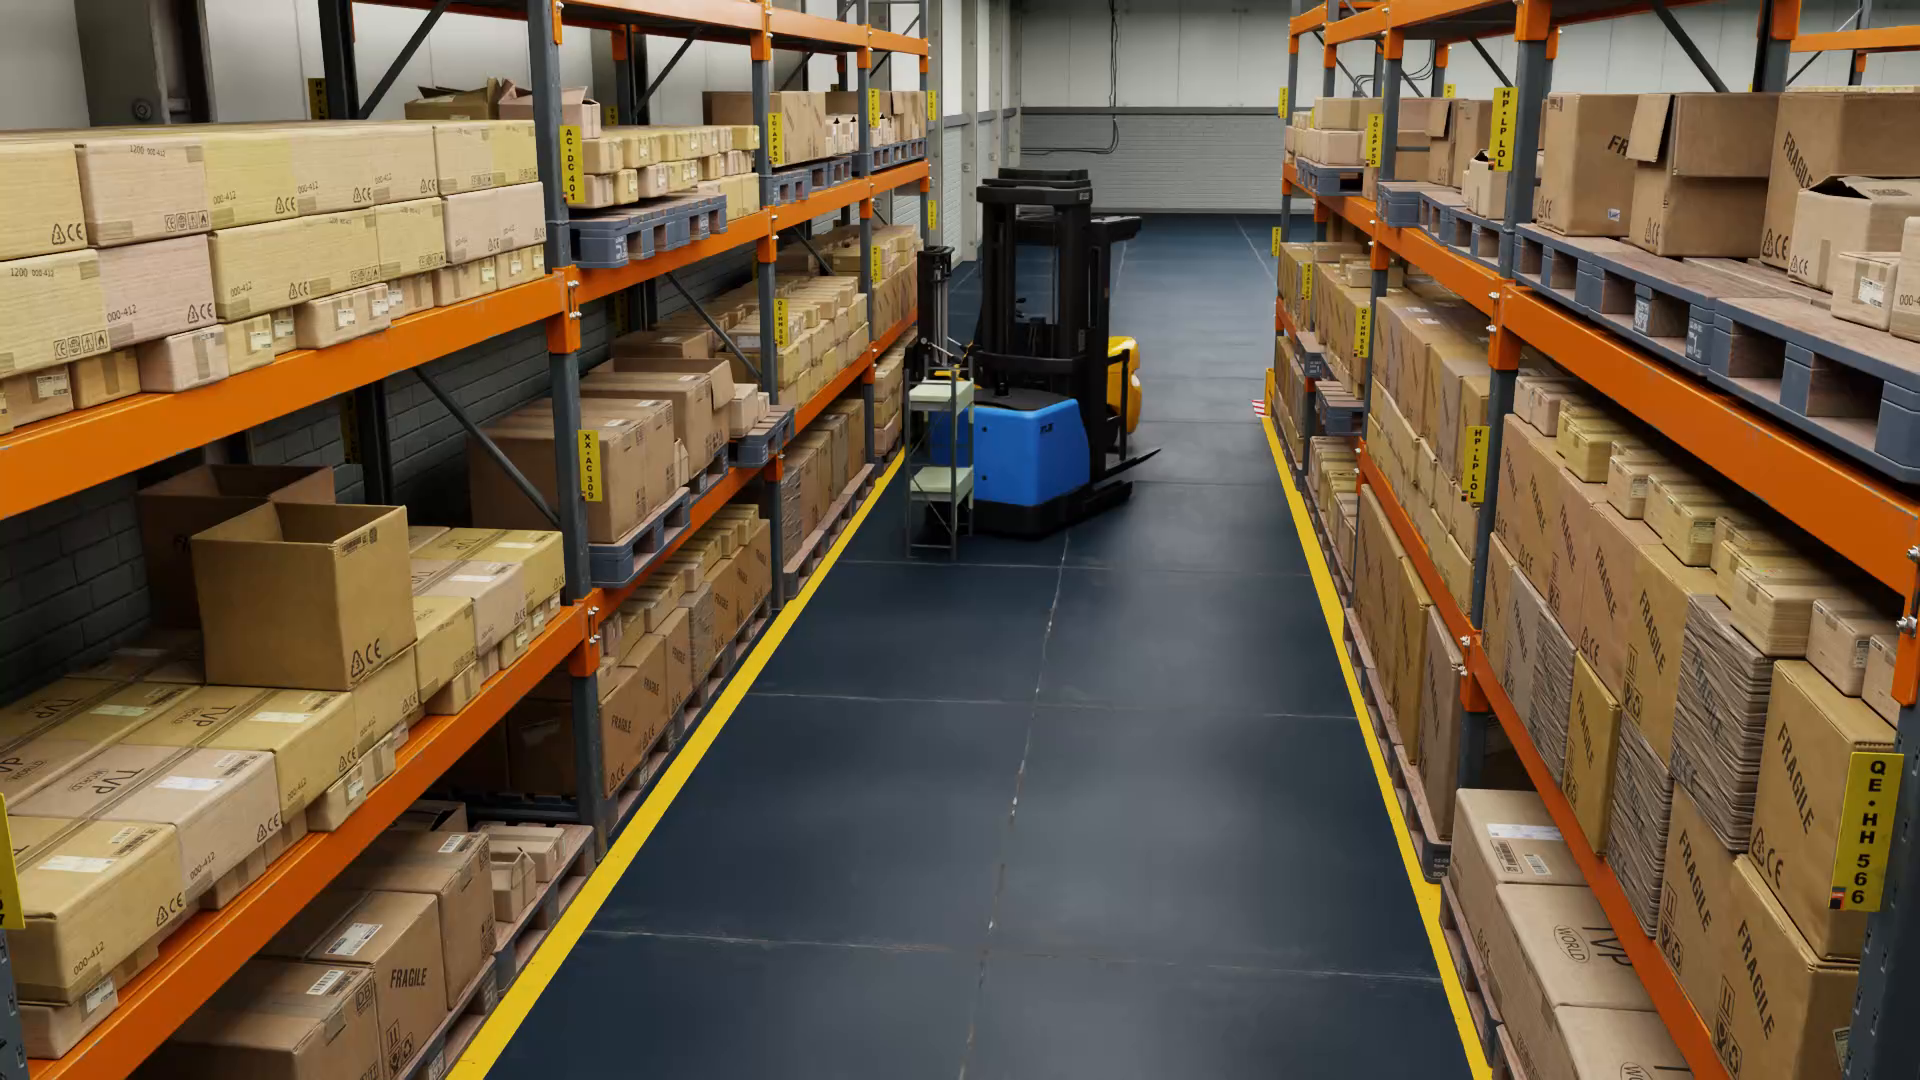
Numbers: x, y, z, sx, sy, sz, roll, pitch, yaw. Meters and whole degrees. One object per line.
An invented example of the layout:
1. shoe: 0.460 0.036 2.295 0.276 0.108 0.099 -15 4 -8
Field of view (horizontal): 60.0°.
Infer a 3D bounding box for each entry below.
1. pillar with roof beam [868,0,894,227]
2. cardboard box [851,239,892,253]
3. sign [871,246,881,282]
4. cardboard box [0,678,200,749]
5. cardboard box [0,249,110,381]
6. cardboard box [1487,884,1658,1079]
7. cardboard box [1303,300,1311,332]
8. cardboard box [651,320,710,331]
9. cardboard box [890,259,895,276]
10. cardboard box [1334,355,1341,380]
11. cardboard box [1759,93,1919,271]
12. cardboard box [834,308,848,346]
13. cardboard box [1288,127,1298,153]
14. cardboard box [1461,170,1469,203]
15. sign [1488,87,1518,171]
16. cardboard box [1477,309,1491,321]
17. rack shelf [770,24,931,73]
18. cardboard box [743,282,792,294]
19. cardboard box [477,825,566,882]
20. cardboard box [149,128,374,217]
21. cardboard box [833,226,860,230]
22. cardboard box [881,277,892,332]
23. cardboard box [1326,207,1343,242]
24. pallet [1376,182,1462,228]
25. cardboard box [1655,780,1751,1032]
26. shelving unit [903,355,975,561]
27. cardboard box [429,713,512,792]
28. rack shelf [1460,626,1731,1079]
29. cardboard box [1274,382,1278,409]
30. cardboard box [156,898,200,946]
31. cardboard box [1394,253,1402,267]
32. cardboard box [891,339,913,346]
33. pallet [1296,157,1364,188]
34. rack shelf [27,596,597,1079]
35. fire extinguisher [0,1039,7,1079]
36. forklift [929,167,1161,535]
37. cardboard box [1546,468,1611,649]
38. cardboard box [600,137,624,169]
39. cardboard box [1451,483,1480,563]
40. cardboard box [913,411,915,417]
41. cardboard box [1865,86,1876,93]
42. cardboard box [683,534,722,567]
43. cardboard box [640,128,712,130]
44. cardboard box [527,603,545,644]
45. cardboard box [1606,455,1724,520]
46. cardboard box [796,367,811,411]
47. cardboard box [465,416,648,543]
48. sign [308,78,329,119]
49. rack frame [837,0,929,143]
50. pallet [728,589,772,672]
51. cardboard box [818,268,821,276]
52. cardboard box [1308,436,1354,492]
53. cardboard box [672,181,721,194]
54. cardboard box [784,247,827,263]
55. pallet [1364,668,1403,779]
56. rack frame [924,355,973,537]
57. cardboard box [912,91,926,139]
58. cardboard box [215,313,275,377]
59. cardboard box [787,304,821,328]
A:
1. pillar with roof beam: 3.124 -7.214 23.101 9.100 9.000 0.400 2 15 6
2. cardboard box: -0.900 -2.986 16.954 0.380 0.149 0.250 2 15 6
3. sign: -0.768 -2.512 15.141 0.100 0.325 0.005 2 15 6
4. cardboard box: -2.754 0.647 5.241 0.500 0.250 0.500 2 15 8
5. cardboard box: -2.340 -0.519 3.806 0.500 0.250 0.500 2 15 6
6. cardboard box: 2.444 1.641 5.951 0.875 0.438 0.875 1 15 5
7. cardboard box: 3.428 -2.174 15.196 0.500 0.500 0.500 1 15 5
8. cardboard box: -2.005 -1.491 11.994 0.380 0.149 0.250 2 15 8
9. cardboard box: -0.849 -2.707 16.492 0.380 0.149 0.250 2 15 6
10. cardboard box: 2.972 -1.271 12.293 0.380 0.149 0.250 2 15 7
11. cardboard box: 2.647 -1.013 4.729 0.500 0.500 0.500 2 15 7
12. cardboard box: -1.224 -1.773 13.803 0.500 0.250 0.500 2 15 7
13. cardboard box: 3.688 -4.164 17.285 0.500 0.250 0.500 1 15 5
14. cardboard box: 2.786 -1.818 8.535 0.380 0.166 0.250 3 15 11
15. sign: 2.182 -1.648 6.671 0.100 0.325 0.005 2 15 6
16. cardboard box: 3.325 -1.078 9.797 0.500 0.500 0.500 2 15 7
17. rack shelf: -1.082 -4.880 16.613 1.077 0.370 4.000 2 15 6
18. cardboard box: -1.672 -2.149 14.429 0.380 0.149 0.250 2 15 6
19. cardboard box: -1.982 1.396 7.409 0.380 0.149 0.250 1 15 5
20. cardboard box: -2.196 -1.156 5.203 0.500 0.250 0.500 2 15 8
21. cardboard box: -1.199 -3.400 18.484 0.380 0.149 0.250 2 15 8
22. cardboard box: -0.956 -2.296 16.217 0.500 0.500 0.500 2 15 7
23. cardboard box: 4.021 -3.041 16.486 0.700 0.500 0.500 2 15 6
24. pallet: 3.153 -2.011 9.967 1.213 0.211 1.003 2 15 9
25. cardboard box: 2.133 0.941 4.242 0.500 0.500 0.500 1 15 5
26. shelving unit: -0.160 -0.669 13.262 0.431 1.500 0.755 3 15 10
27. cardboard box: -2.449 0.938 8.433 0.500 0.500 0.500 2 15 6
28. rack shelf: 2.496 1.081 5.296 1.077 0.370 4.000 2 15 6
29. cardboard box: 3.710 -1.572 18.191 0.500 0.250 0.500 2 15 6
30. cardboard box: -2.374 1.015 4.644 0.380 0.149 0.250 1 15 6
31. cardboard box: 3.732 -2.262 13.473 0.380 0.149 0.250 1 15 5
32. cardboard box: -0.697 -2.008 17.890 0.500 0.250 0.500 2 15 7
33. pallet: 3.449 -3.060 13.847 1.213 0.211 1.003 2 15 6
34. rack shelf: -2.436 0.936 5.834 1.077 0.370 4.000 2 15 6
35. fire extinguisher: -2.219 1.376 3.689 0.296 0.674 0.183 2 15 6
36. forklift: 0.901 -1.788 14.661 1.130 2.935 3.031 9 17 29
37. cardboard box: 2.295 0.064 5.573 0.500 0.500 0.500 2 15 7
38. cardboard box: -1.782 -1.787 7.695 0.380 0.149 0.250 2 15 7
39. cardboard box: 2.530 -0.076 7.525 0.500 0.250 0.500 2 15 6
40. cardboard box: -0.763 -1.393 17.532 0.500 0.250 0.500 2 15 8
41. cardboard box: 8.365 -4.003 14.930 0.380 0.149 0.250 2 15 7
42. cardboard box: -1.712 0.064 10.419 0.380 0.149 0.250 2 15 8
43. cardboard box: -1.689 -2.381 9.929 0.380 0.149 0.250 1 15 5
44. cardboard box: -2.004 0.349 7.105 0.380 0.149 0.250 2 15 8
45. cardboard box: 2.238 -0.161 5.159 0.380 0.149 0.250 2 15 6
46. cardboard box: -1.405 -1.134 12.395 0.500 0.250 0.500 1 15 5
47. cardboard box: -1.934 -0.300 8.030 0.700 0.500 0.500 2 15 8
48. sign: -2.762 -1.833 7.205 0.100 0.325 0.005 2 15 6
49. rack frame: -0.857 -5.939 18.385 1.000 3.000 0.127 2 15 6
50. pallet: -1.881 0.571 11.147 1.003 0.211 1.213 2 15 6
51. cardboard box: -1.533 -2.524 15.814 0.380 0.149 0.250 1 15 5
52. cardboard box: 3.568 -0.658 14.579 0.950 0.372 0.625 2 15 7
53. cardboard box: -1.688 -1.943 9.642 0.500 0.250 0.500 2 15 6
54. cardboard box: -1.486 -2.735 16.025 0.380 0.149 0.250 2 15 6
55. pallet: 2.869 1.041 9.407 1.003 0.211 1.213 2 15 6
56. rack frame: -0.091 -0.763 13.609 0.400 1.500 0.023 3 15 10
57. cardboard box: -0.664 -4.668 18.244 0.500 0.500 0.500 2 15 8
58. cardboard box: -2.193 -0.560 4.721 0.380 0.149 0.250 2 15 6
59. cardboard box: -1.295 -1.738 12.910 0.380 0.149 0.250 2 15 7
